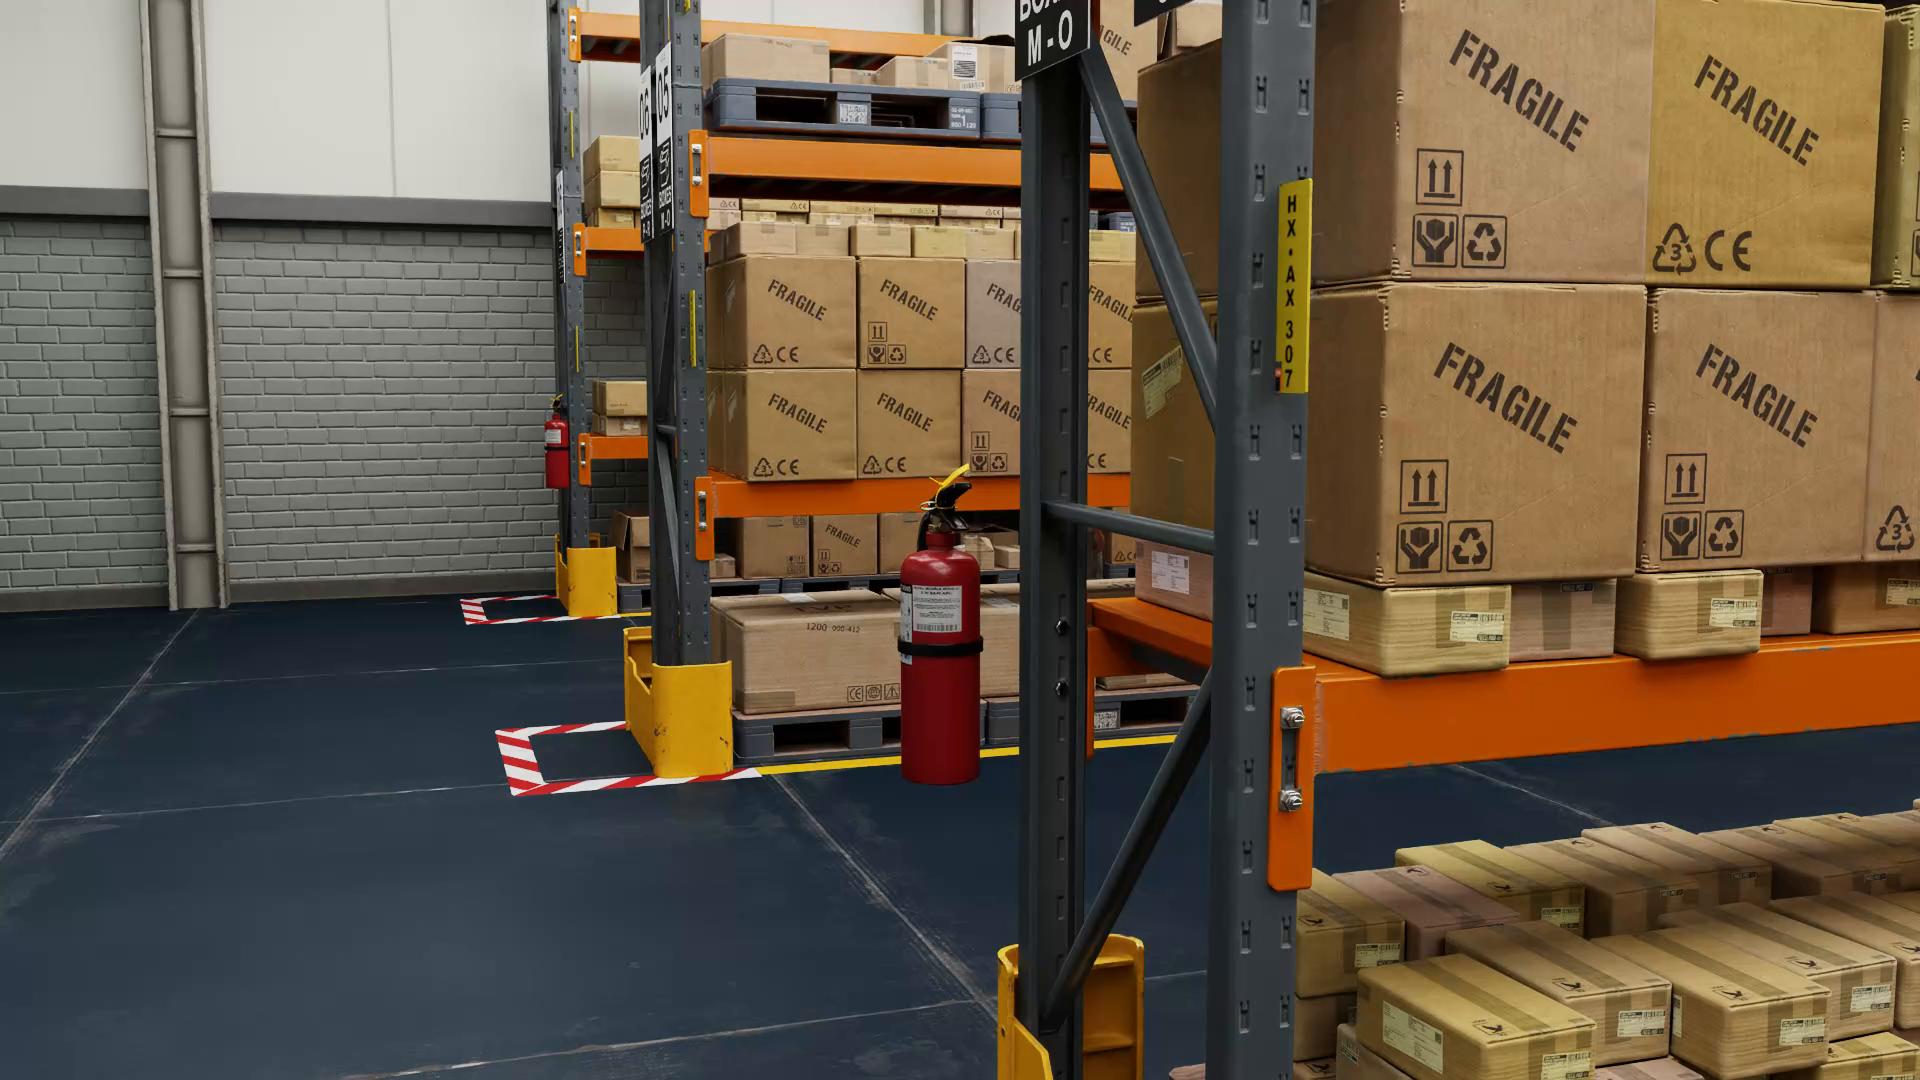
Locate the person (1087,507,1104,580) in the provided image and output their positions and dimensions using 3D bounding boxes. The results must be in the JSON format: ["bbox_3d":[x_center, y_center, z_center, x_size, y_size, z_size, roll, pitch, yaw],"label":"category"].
[{"bbox_3d":[0.742,0.015,10.180,0.345,1.477,0.460,-2,6,-19],"label":"person"}]
